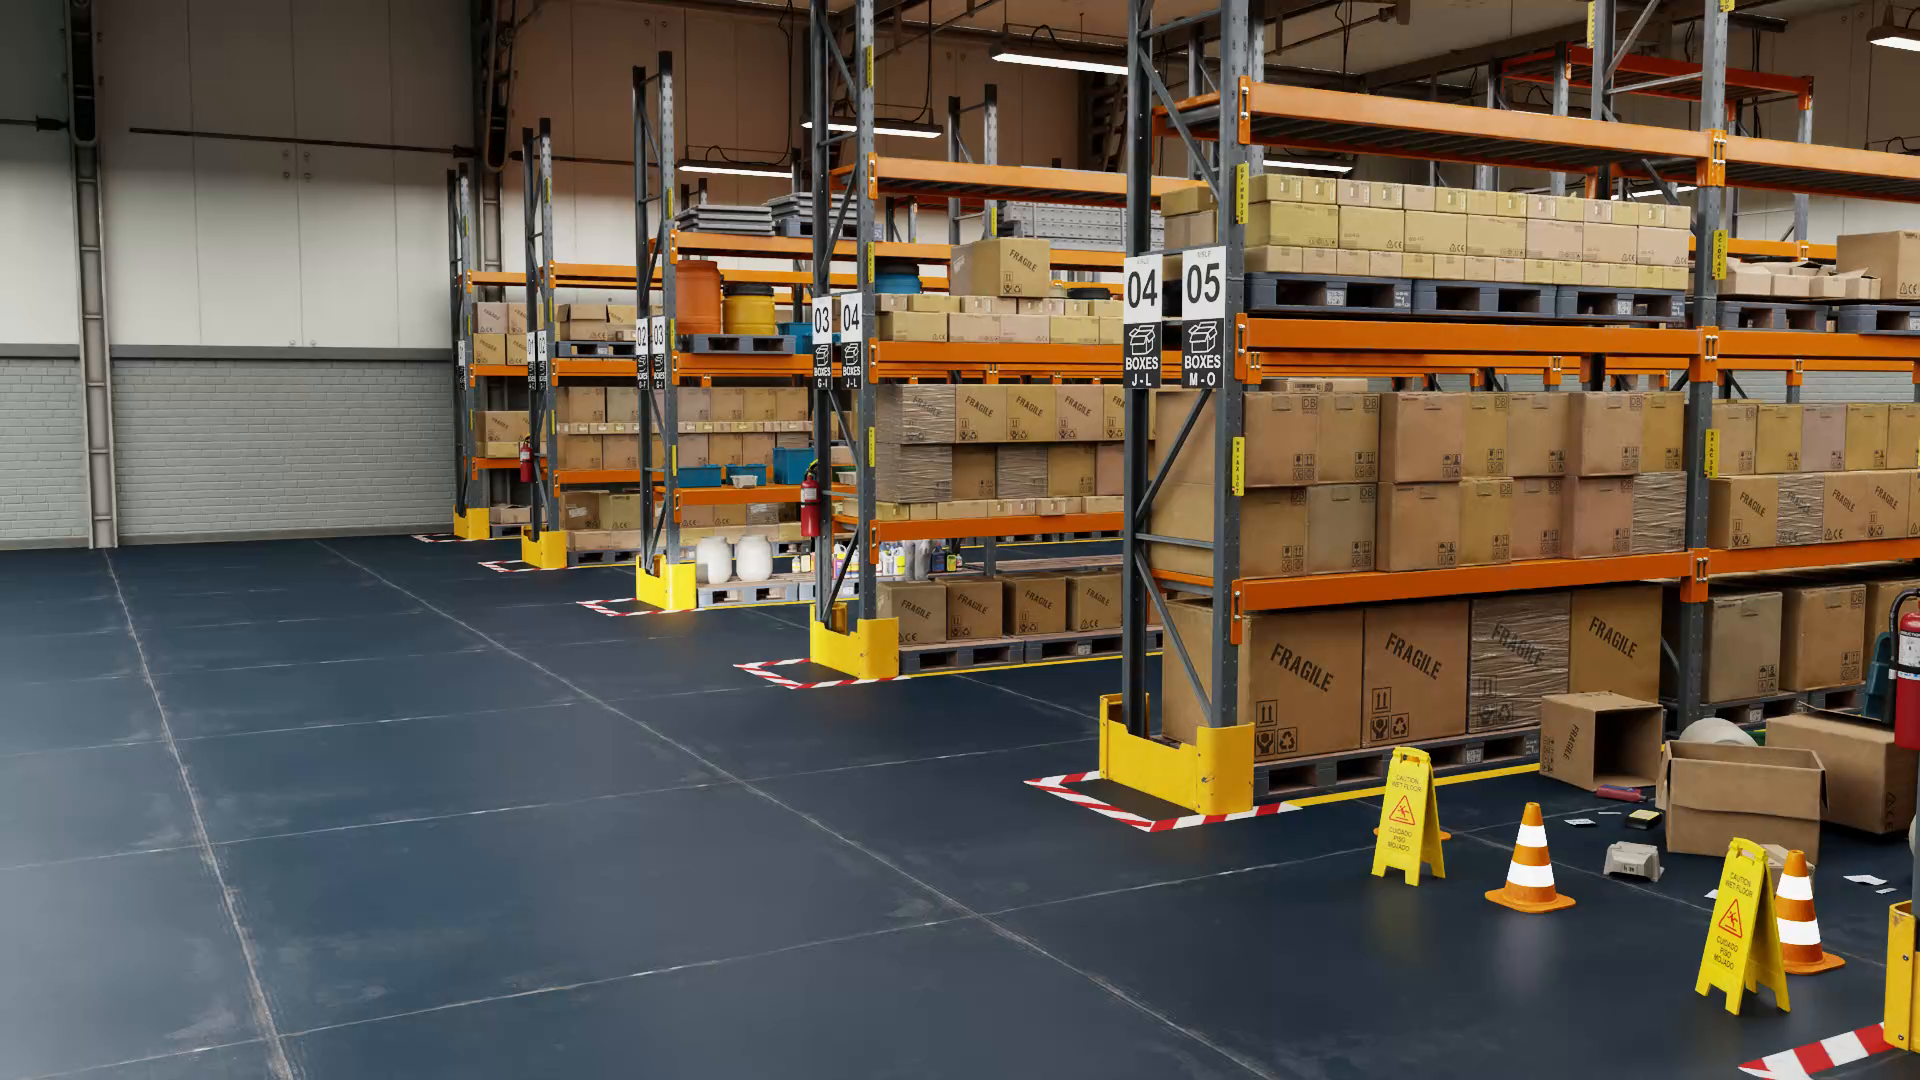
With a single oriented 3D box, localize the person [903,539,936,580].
[{"bbox_3d":[-0.438,0.003,17.448,0.374,1.663,0.522,-3,6,-29],"label":"person"}]
